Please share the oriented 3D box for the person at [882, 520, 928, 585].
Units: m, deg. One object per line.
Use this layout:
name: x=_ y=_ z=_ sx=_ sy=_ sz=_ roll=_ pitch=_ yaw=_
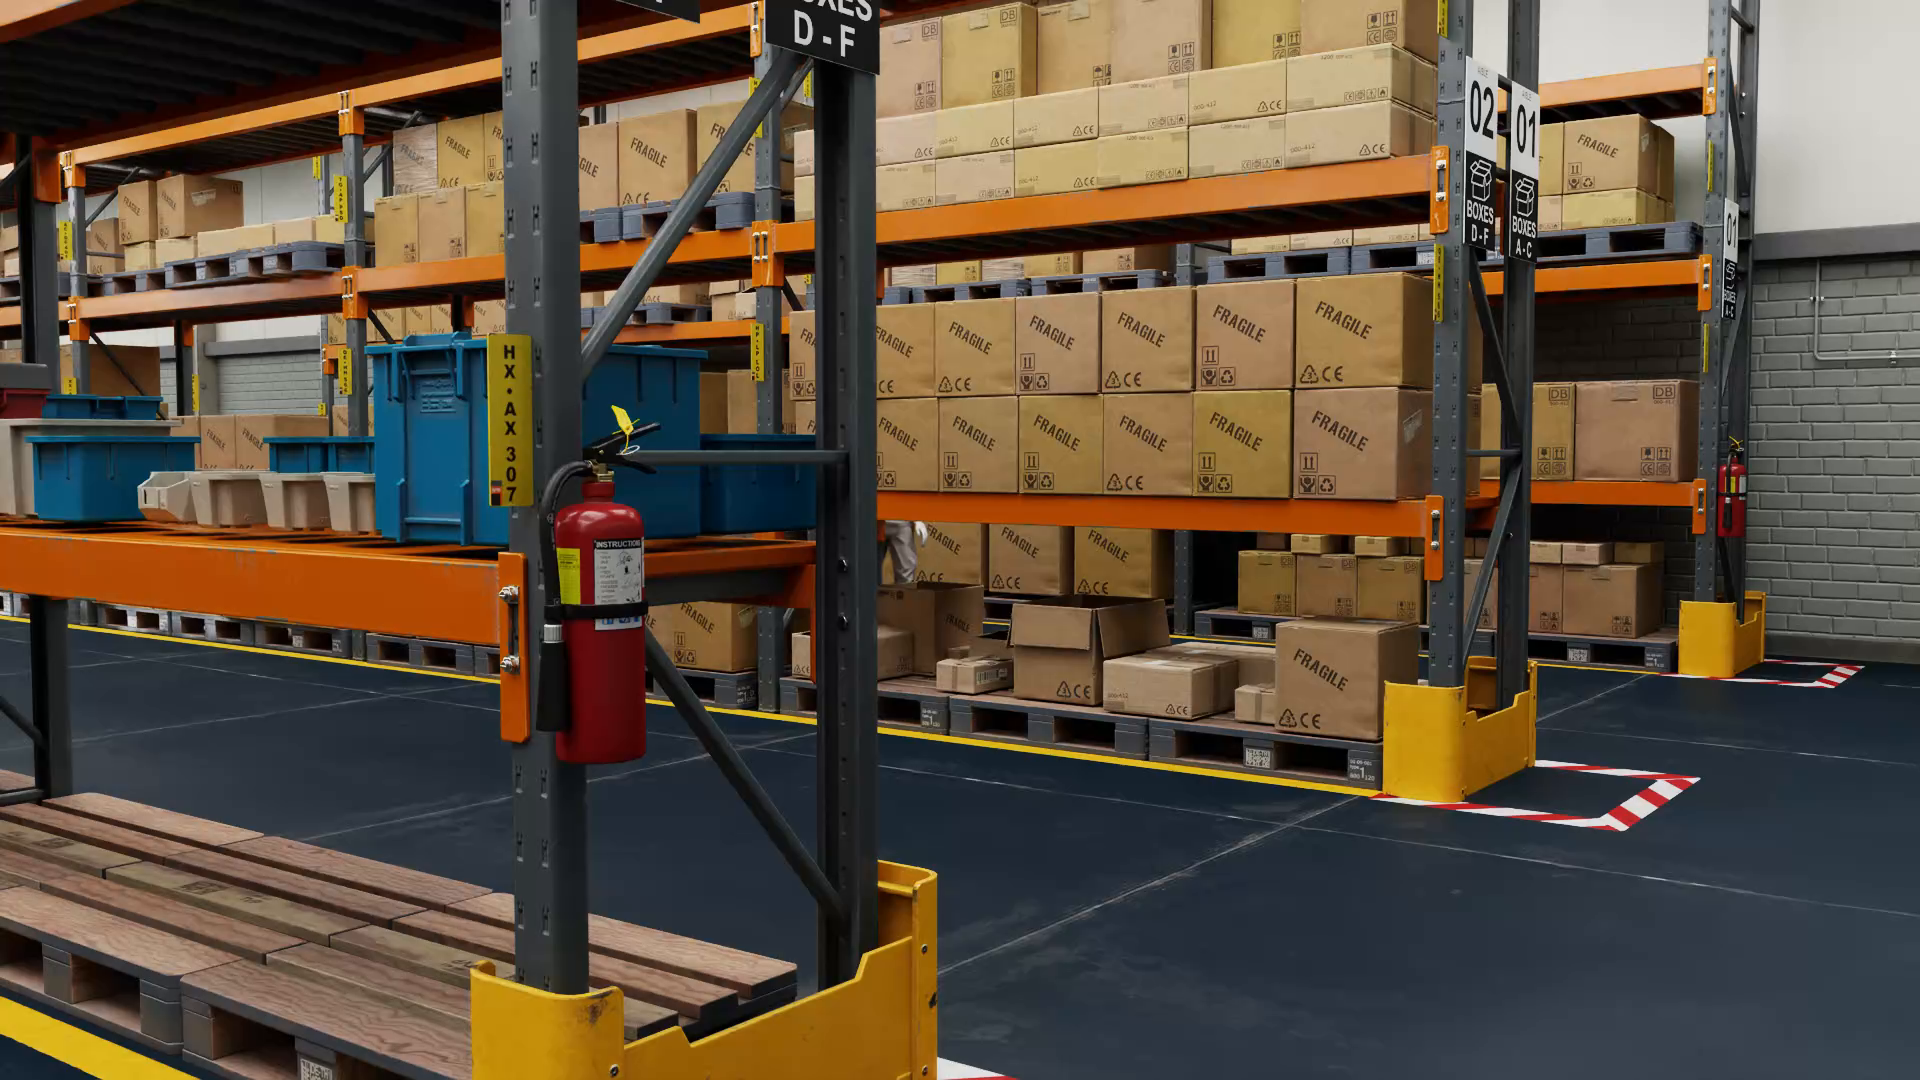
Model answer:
person: x=-0.549 y=-0.087 z=12.666 sx=0.606 sy=1.789 sz=0.444 roll=0 pitch=3 yaw=3
